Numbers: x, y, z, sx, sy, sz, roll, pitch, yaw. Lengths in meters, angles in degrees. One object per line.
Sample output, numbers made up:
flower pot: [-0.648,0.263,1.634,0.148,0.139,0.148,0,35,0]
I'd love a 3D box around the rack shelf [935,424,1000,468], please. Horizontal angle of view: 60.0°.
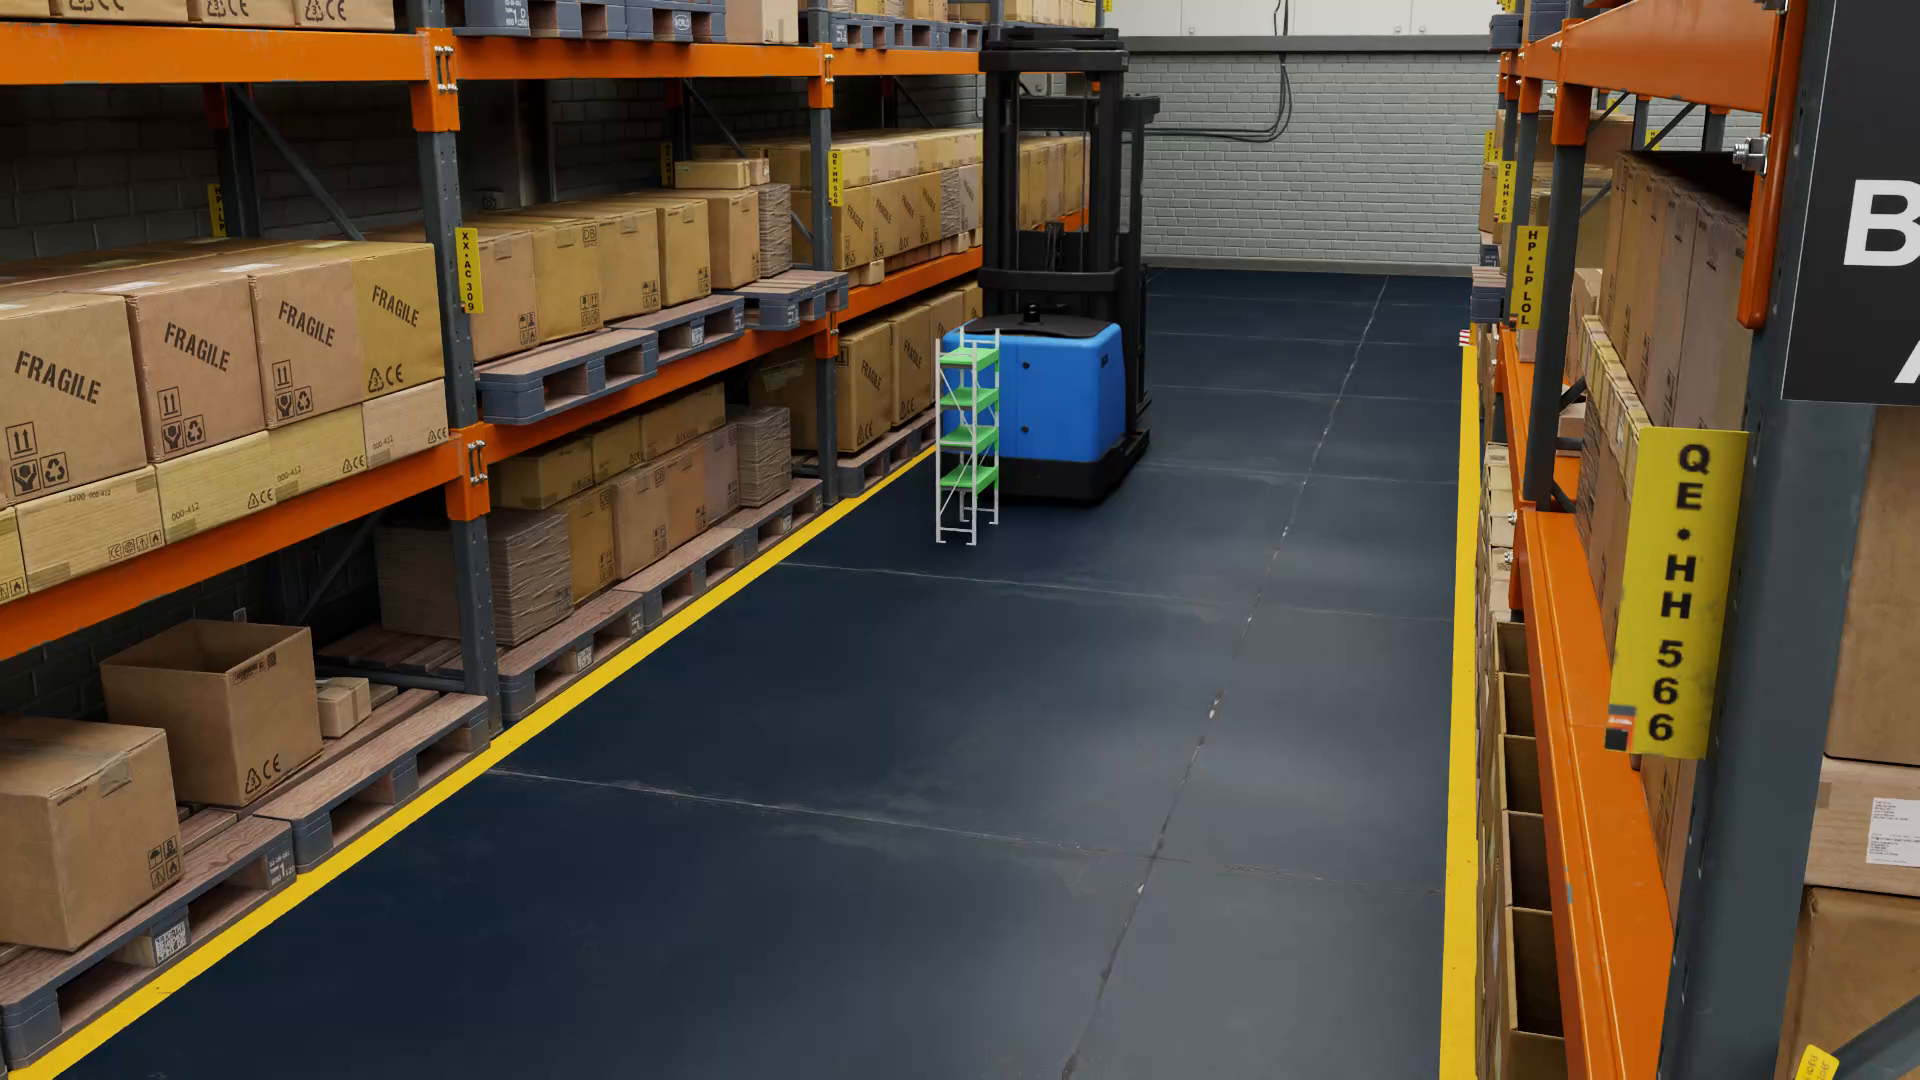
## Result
rack shelf: [0.047,-0.559,9.836,0.258,0.148,0.480,5,16,16]

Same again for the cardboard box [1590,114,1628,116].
cardboard box: [5.453,-3.404,14.318,0.500,0.500,0.500,5,17,18]

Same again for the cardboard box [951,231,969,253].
cardboard box: [-0.149,-2.324,12.951,0.380,0.149,0.250,5,16,16]

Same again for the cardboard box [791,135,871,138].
cardboard box: [-0.953,-2.808,12.094,0.500,0.250,0.500,4,16,15]

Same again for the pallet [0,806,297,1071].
pallet: [-2.915,1.181,5.278,1.003,0.211,1.213,5,16,16]

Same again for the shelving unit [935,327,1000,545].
shelving unit: [0.047,-0.621,9.818,0.258,1.200,0.503,5,16,16]

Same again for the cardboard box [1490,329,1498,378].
cardboard box: [3.813,-1.238,11.097,0.500,0.250,0.500,4,16,15]

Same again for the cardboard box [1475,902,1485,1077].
cardboard box: [1.621,1.204,4.358,0.500,0.250,0.500,5,16,16]

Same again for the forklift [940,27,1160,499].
forklift: [0.757,-2.025,11.599,1.130,2.935,3.031,4,16,15]

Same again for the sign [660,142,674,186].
sign: [-1.810,-2.305,10.335,0.100,0.325,0.005,5,16,16]

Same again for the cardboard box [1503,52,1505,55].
cardboard box: [5.063,-4.411,14.660,0.500,0.250,0.500,5,16,16]

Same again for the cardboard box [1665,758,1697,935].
cardboard box: [1.490,0.464,2.514,0.700,0.500,0.500,5,17,17]

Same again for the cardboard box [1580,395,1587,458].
cardboard box: [2.435,-0.336,5.791,0.500,0.250,0.500,6,17,19]

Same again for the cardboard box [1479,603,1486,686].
cardboard box: [2.468,0.448,7.022,0.500,0.250,0.500,5,17,17]

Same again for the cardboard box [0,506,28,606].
cardboard box: [-2.823,0.077,4.298,0.500,0.250,0.500,4,16,15]

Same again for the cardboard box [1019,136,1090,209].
cardboard box: [0.862,-3.808,17.210,0.980,0.700,0.700,5,17,18]

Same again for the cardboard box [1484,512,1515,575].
cardboard box: [2.610,0.049,7.401,0.500,0.311,0.500,4,16,15]

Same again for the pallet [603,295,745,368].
pallet: [-1.800,-1.092,8.534,1.003,0.211,1.213,5,16,16]

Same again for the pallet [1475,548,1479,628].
pallet: [3.203,0.232,8.626,1.003,0.211,1.213,5,16,16]

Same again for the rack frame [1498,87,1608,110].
rack frame: [5.747,-3.415,16.373,1.000,3.000,0.127,5,16,16]

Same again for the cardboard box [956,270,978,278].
cardboard box: [0.161,-2.436,15.542,0.380,0.149,0.250,4,16,14]

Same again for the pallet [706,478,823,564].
pallet: [-1.500,-0.159,10.005,1.003,0.211,1.213,5,16,16]

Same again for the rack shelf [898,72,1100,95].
rack shelf: [0.429,-4.372,15.568,1.077,0.370,4.000,5,16,16]

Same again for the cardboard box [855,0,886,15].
cardboard box: [-0.924,-3.826,11.335,0.700,0.500,0.500,6,17,19]

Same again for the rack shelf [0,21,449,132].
rack shelf: [-2.982,-1.233,4.499,1.077,0.370,4.000,5,16,16]

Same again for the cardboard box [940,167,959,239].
cardboard box: [-0.316,-2.547,12.548,0.500,0.500,0.500,5,16,16]

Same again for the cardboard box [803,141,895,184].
cardboard box: [-0.748,-2.506,11.030,0.500,0.250,0.500,4,16,15]

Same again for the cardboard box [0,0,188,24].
cardboard box: [-2.597,-1.729,4.712,0.500,0.500,0.500,4,16,14]

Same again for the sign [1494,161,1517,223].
sign: [2.951,-1.881,8.986,0.100,0.325,0.005,5,16,16]

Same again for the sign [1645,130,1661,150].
sign: [5.144,-2.884,12.377,0.100,0.325,0.005,5,16,16]

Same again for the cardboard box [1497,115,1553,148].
cardboard box: [4.793,-3.316,14.009,0.500,0.500,0.500,5,17,16]

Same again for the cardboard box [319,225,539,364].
cardboard box: [-2.236,-1.049,7.042,0.700,0.500,0.500,5,16,16]

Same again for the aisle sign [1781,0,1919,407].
aisle sign: [0.900,-0.485,1.280,0.394,0.787,0.004,5,16,16]

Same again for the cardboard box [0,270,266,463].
cardboard box: [-2.541,-0.547,5.126,0.500,0.500,0.500,4,16,14]

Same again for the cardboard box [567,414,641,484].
cardboard box: [-1.954,-0.474,8.405,0.500,0.250,0.500,4,16,14]

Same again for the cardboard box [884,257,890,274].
cardboard box: [-0.706,-1.934,11.576,0.380,0.149,0.250,5,17,17]

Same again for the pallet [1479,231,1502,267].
pallet: [4.279,-2.076,12.002,1.003,0.211,1.213,5,16,16]

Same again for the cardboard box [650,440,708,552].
cardboard box: [-1.803,-0.264,9.038,0.700,0.500,0.500,5,16,16]

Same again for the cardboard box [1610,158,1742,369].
cardboard box: [2.075,-0.699,4.236,0.700,0.500,0.500,5,16,16]

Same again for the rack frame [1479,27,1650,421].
rack frame: [4.611,-2.369,12.683,1.000,3.000,0.127,5,16,16]

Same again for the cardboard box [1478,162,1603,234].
cardboard box: [4.262,-2.512,12.237,0.700,0.500,0.500,-1,16,-3]

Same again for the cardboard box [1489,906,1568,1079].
cardboard box: [1.338,1.105,3.333,0.500,0.500,0.500,5,16,16]

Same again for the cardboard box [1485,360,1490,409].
cardboard box: [4.099,-1.130,12.090,0.500,0.500,0.500,5,17,17]

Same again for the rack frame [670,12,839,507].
rack frame: [-1.277,-1.705,10.345,1.000,3.000,0.127,5,16,16]

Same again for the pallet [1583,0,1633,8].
pallet: [2.120,-1.451,4.113,1.003,0.211,1.213,5,16,16]

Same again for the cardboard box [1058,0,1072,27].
cardboard box: [0.753,-4.934,15.554,0.500,0.250,0.500,4,16,14]

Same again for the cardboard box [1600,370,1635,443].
cardboard box: [1.786,-0.313,4.065,0.380,0.149,0.250,4,16,14]

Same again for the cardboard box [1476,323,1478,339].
cardboard box: [5.179,-2.053,15.803,0.500,0.250,0.500,5,16,16]

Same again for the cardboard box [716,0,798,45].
cardboard box: [-1.222,-2.906,9.207,0.500,0.311,0.500,5,16,16]
